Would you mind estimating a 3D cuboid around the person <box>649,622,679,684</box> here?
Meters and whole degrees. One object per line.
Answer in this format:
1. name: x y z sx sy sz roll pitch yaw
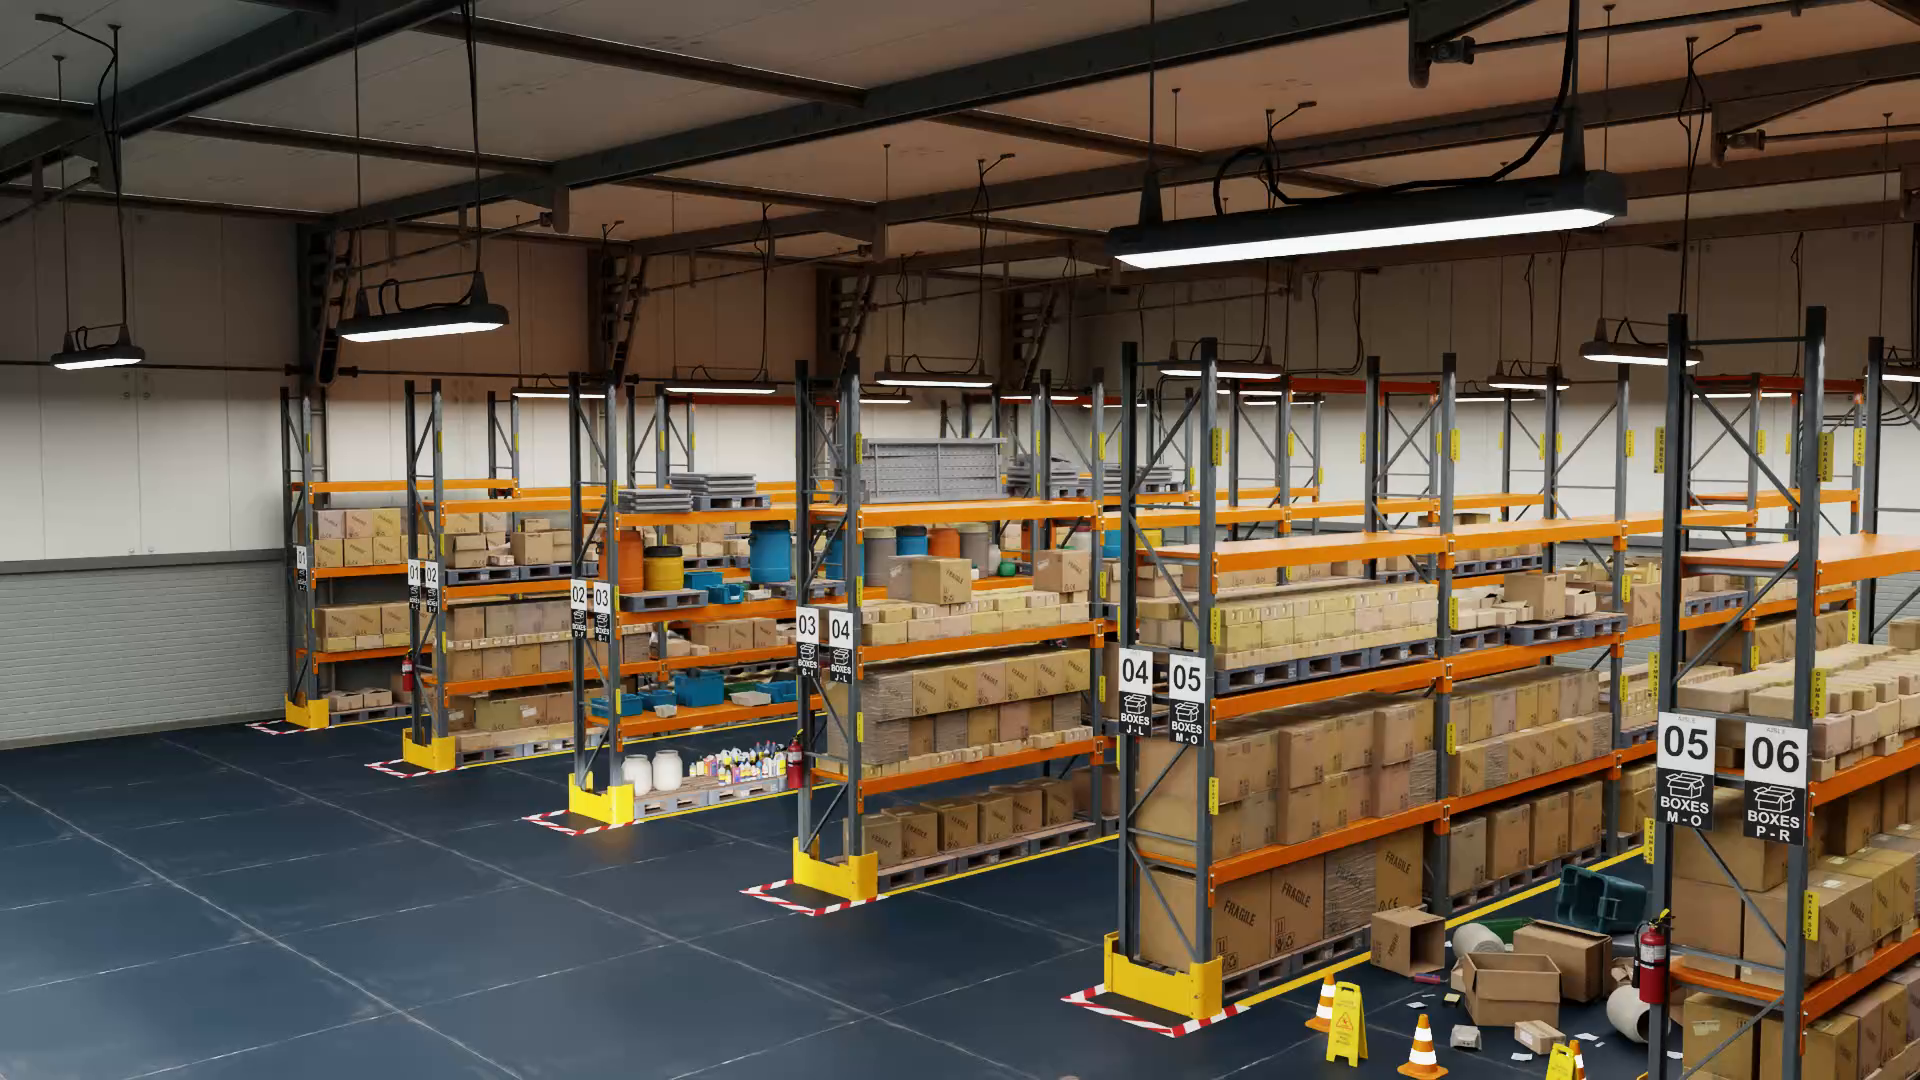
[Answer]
1. person: -5.478 2.321 30.851 0.853 1.837 0.651 -3 5 -42
